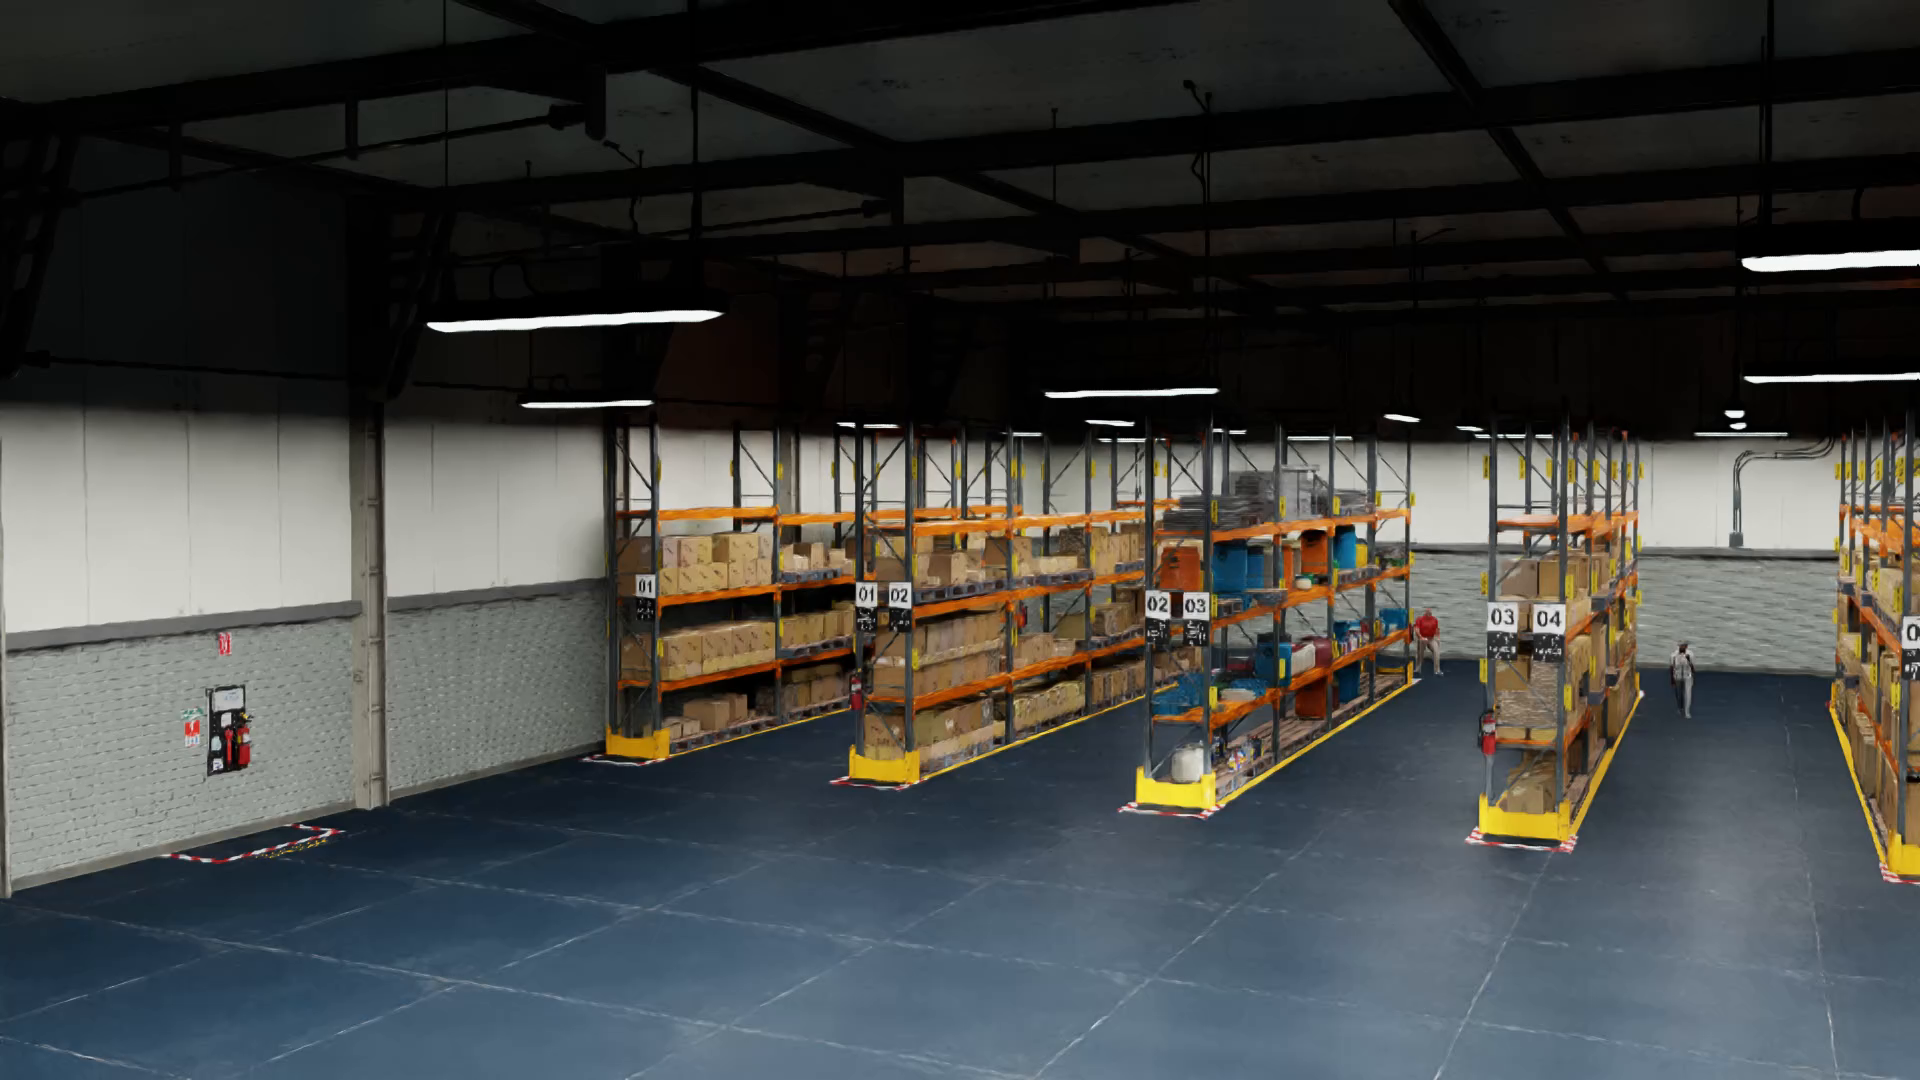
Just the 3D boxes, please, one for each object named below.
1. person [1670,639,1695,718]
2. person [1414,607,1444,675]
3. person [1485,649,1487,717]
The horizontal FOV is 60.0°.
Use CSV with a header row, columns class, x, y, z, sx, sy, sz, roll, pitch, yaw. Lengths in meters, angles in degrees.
class,x,y,z,sx,sy,sz,roll,pitch,yaw
person,14.637,2.772,33.701,0.456,1.589,1.088,1,3,27
person,11.444,2.451,40.705,0.691,1.668,0.793,0,2,4
person,10.904,2.723,33.689,0.554,1.712,1.031,1,3,24
